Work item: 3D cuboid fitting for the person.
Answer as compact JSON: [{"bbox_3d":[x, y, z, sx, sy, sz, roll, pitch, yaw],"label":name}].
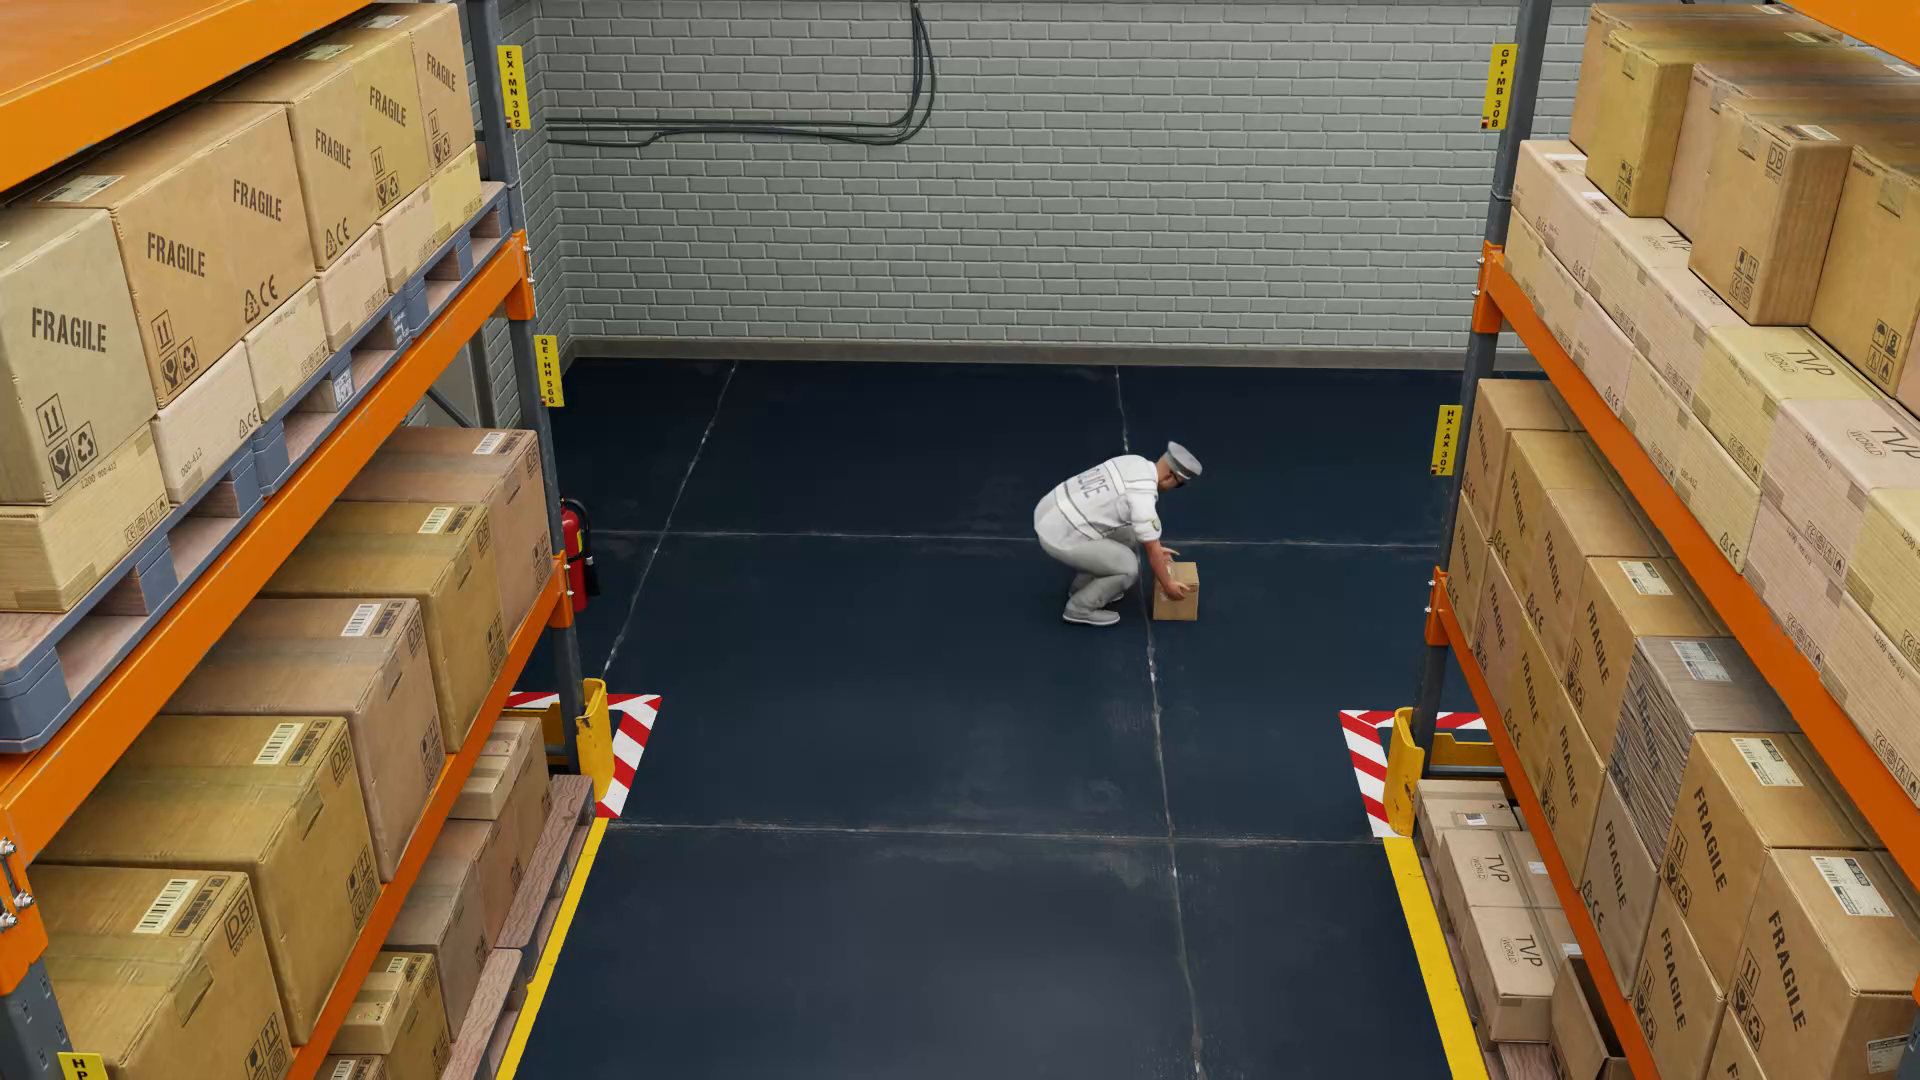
[{"bbox_3d":[0.892,-0.062,9.511,0.942,1.030,0.570,1,28,2],"label":"person"}]
